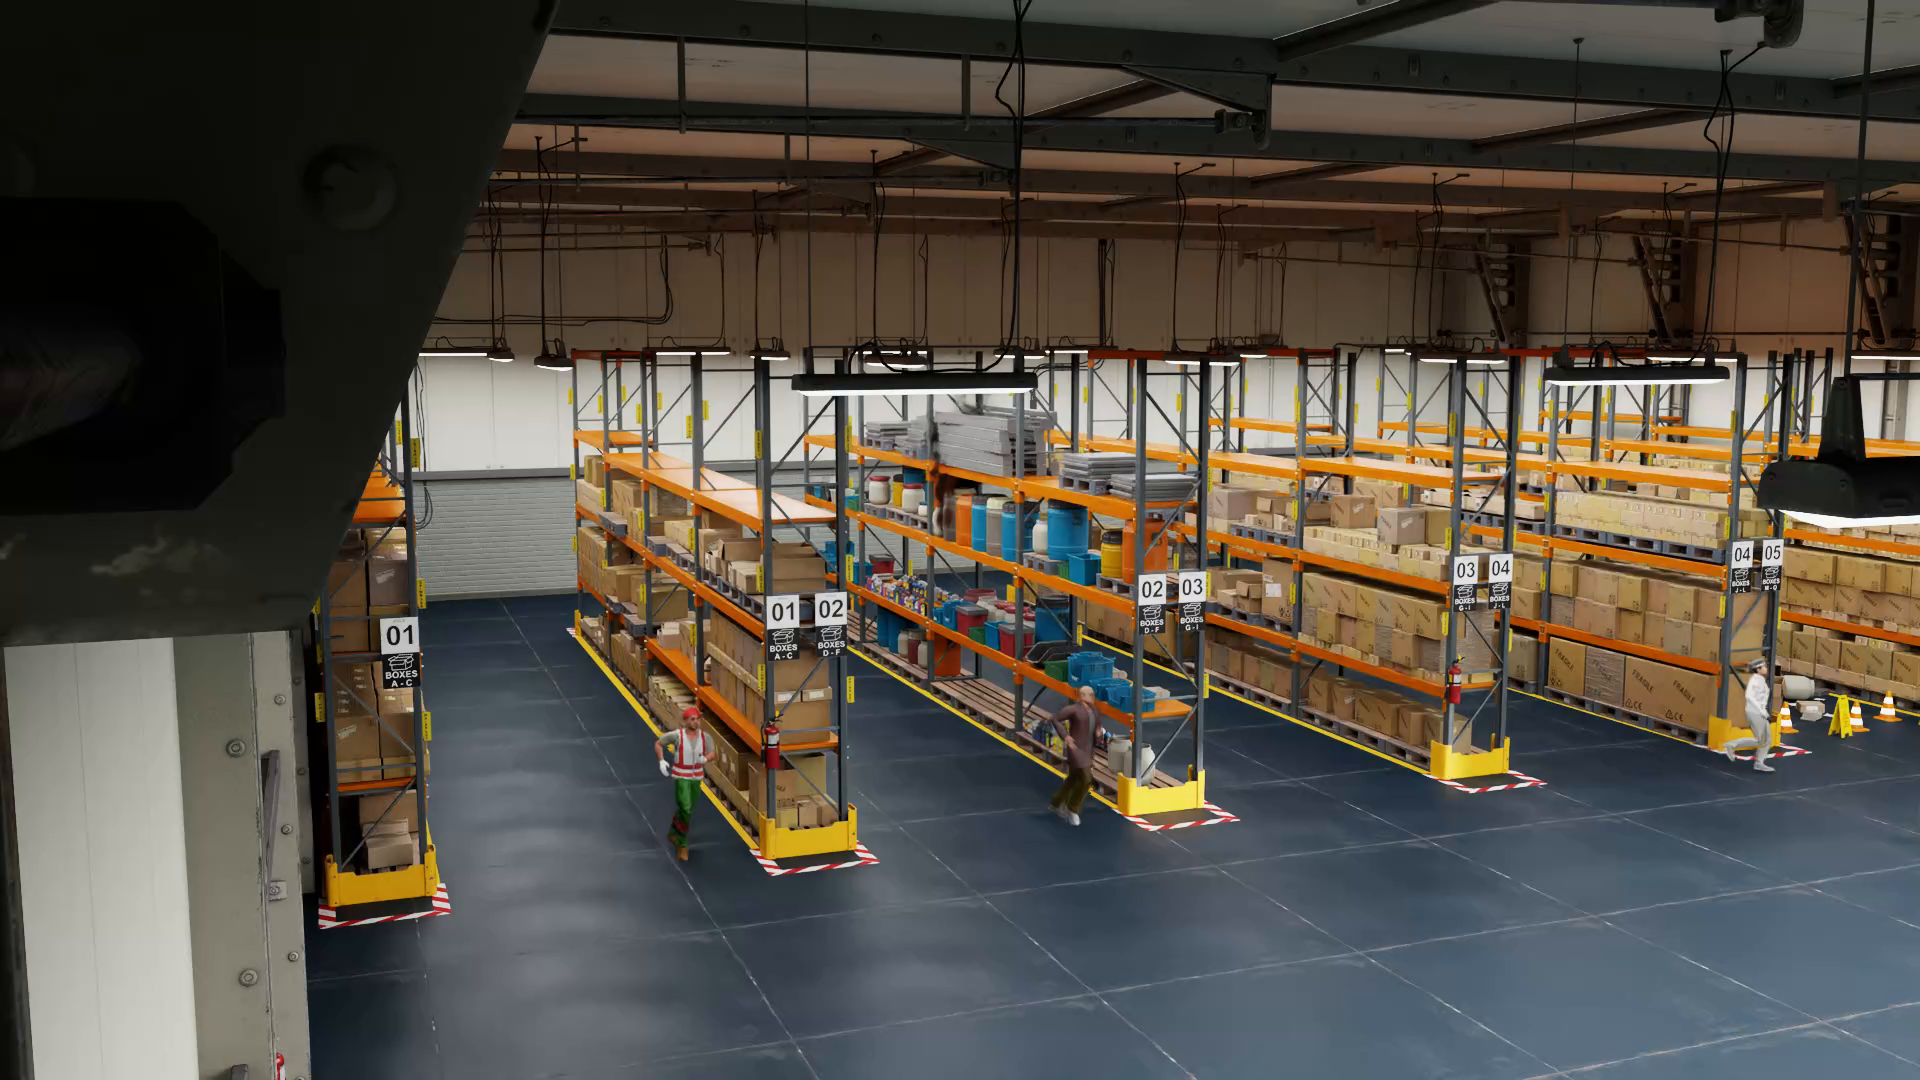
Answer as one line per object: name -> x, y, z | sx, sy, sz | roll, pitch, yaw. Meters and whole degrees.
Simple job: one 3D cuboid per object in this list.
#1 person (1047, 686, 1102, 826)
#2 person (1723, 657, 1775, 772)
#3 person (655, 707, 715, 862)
person -> 1.550, 2.795, 21.685 | 0.704, 1.827, 0.678 | 6, 9, 38
person -> 11.560, 2.514, 24.246 | 0.677, 1.641, 0.674 | 4, 8, 29
person -> -3.329, 2.941, 20.347 | 0.672, 1.813, 0.732 | -5, 9, -37
